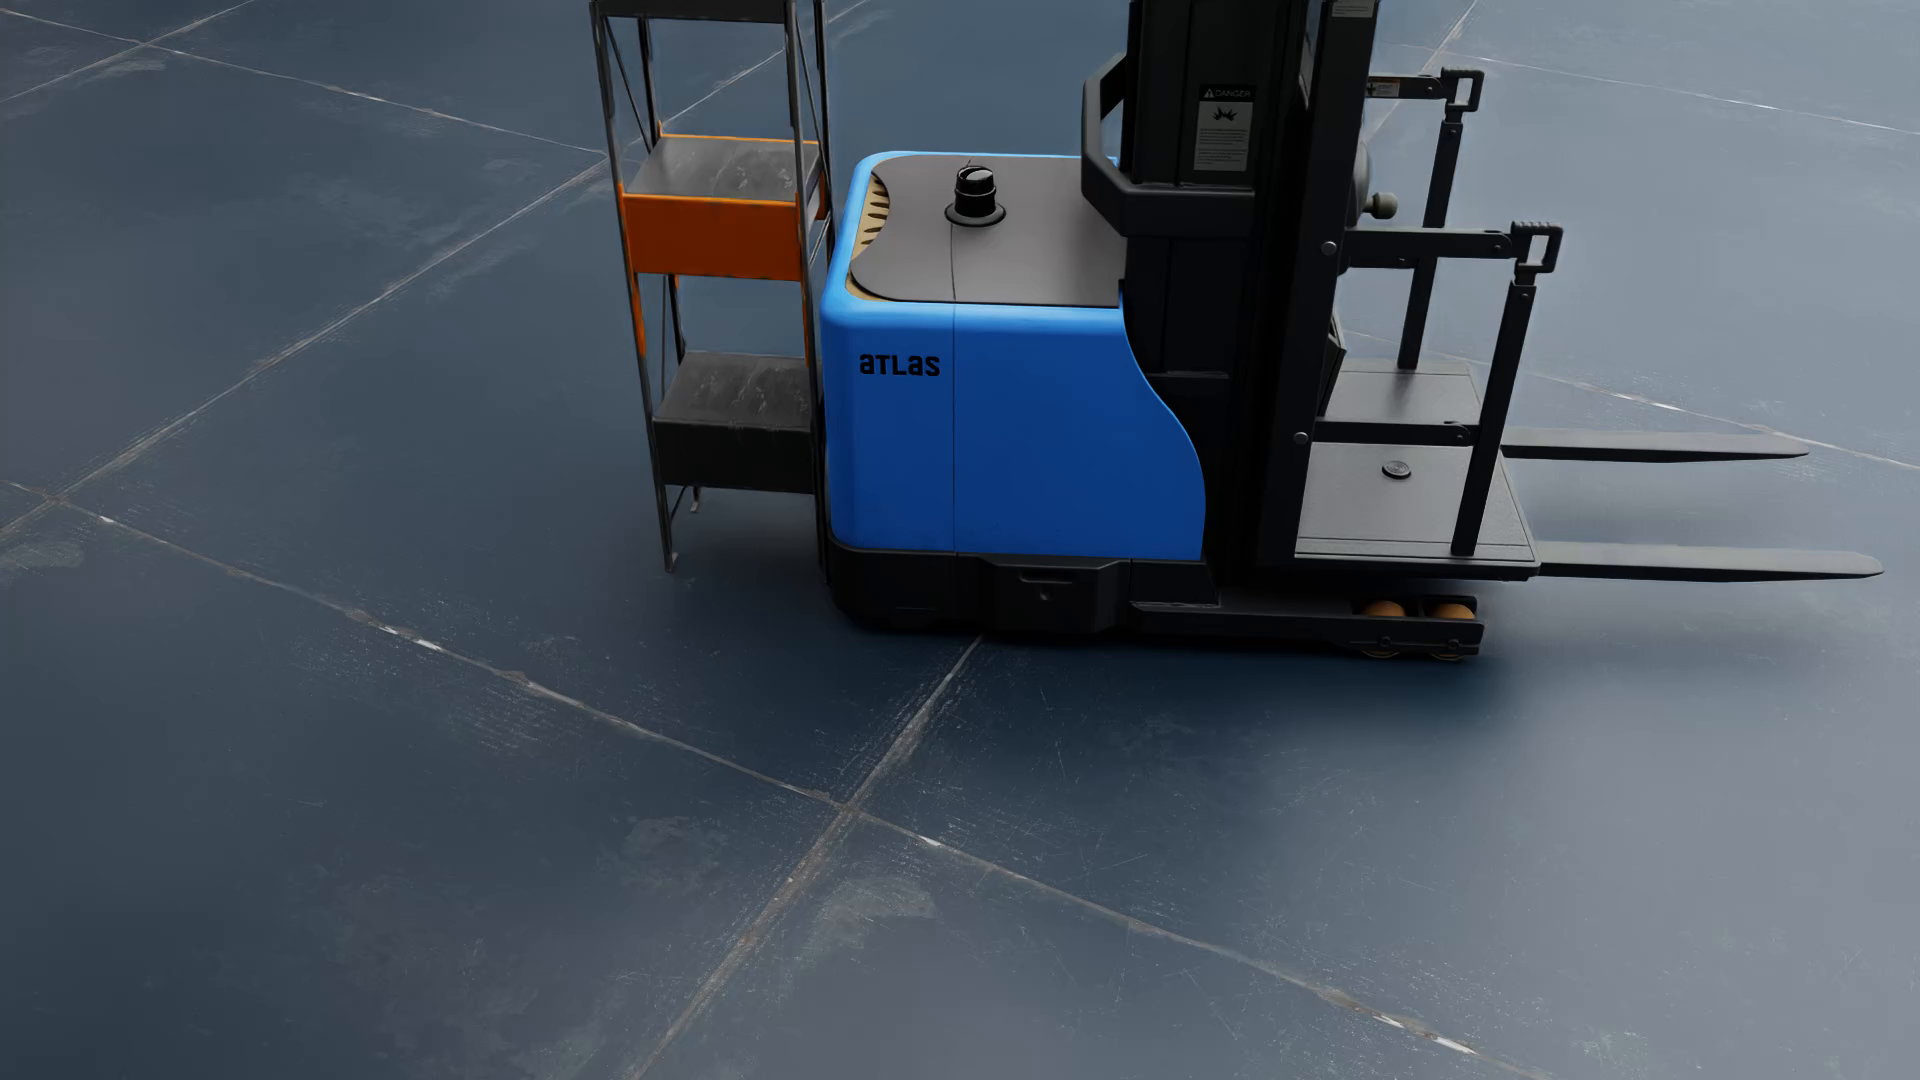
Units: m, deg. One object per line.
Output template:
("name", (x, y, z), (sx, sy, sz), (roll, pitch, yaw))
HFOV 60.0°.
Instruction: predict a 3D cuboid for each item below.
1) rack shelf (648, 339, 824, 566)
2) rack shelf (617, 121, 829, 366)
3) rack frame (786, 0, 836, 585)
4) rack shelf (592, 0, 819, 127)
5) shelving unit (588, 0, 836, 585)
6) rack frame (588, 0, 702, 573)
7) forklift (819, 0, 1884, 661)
("rack shelf", (-0.631, -0.269, 5.048), (0.480, 0.518, 0.431), (4, 37, 5))
("rack shelf", (-0.632, -0.826, 4.624), (0.480, 0.518, 0.431), (4, 37, 5))
("rack frame", (-0.389, -0.820, 4.594), (0.015, 2.100, 0.400), (4, 37, 5))
("rack shelf", (-0.632, -1.384, 4.201), (0.480, 0.518, 0.431), (4, 37, 5))
("shelving unit", (-0.632, -0.837, 4.616), (0.503, 2.100, 0.431), (4, 37, 5))
("rack frame", (-0.874, -0.854, 4.638), (0.015, 2.100, 0.400), (4, 37, 5))
("forklift", (1.156, -1.153, 4.345), (3.031, 2.935, 1.130), (2, 37, 3))
